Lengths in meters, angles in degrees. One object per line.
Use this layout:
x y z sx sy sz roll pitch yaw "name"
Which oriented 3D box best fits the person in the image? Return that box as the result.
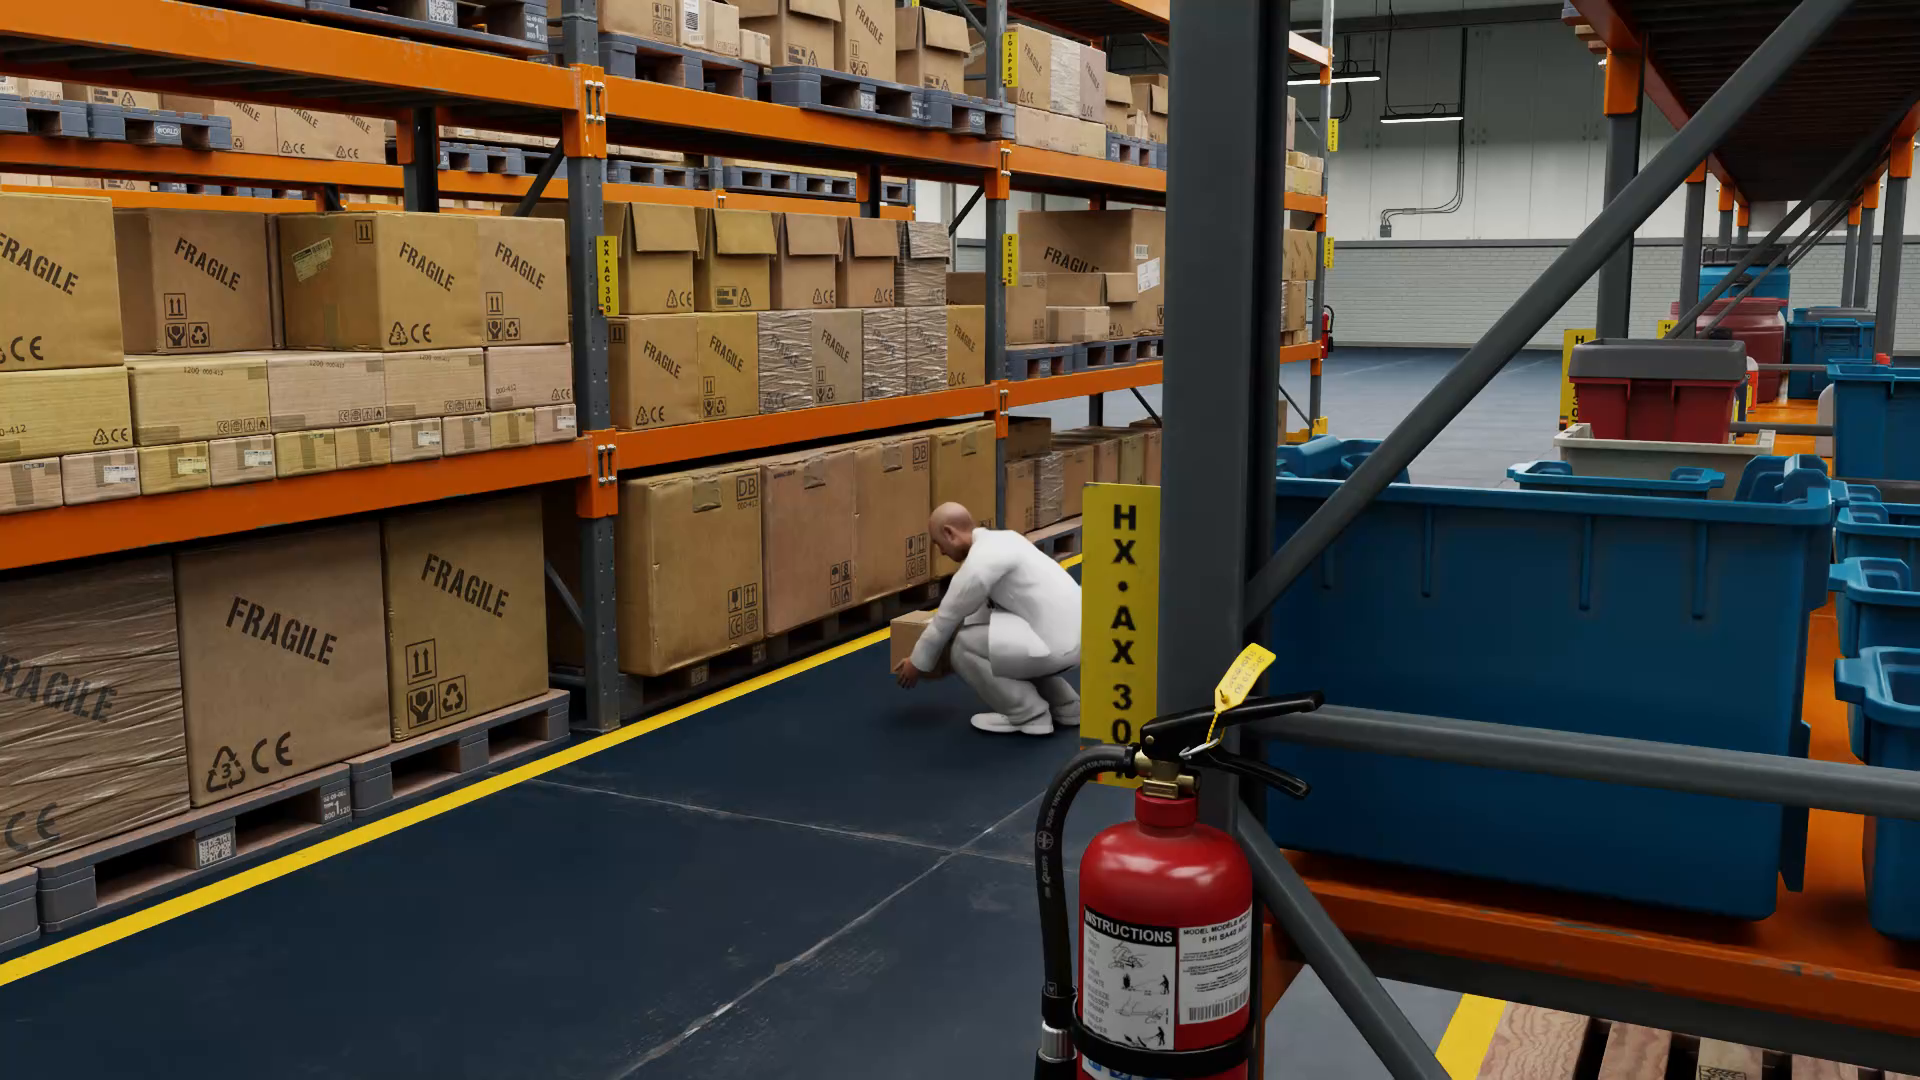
0.177 0.340 7.345 0.911 0.979 0.599 4 10 26 "person"
